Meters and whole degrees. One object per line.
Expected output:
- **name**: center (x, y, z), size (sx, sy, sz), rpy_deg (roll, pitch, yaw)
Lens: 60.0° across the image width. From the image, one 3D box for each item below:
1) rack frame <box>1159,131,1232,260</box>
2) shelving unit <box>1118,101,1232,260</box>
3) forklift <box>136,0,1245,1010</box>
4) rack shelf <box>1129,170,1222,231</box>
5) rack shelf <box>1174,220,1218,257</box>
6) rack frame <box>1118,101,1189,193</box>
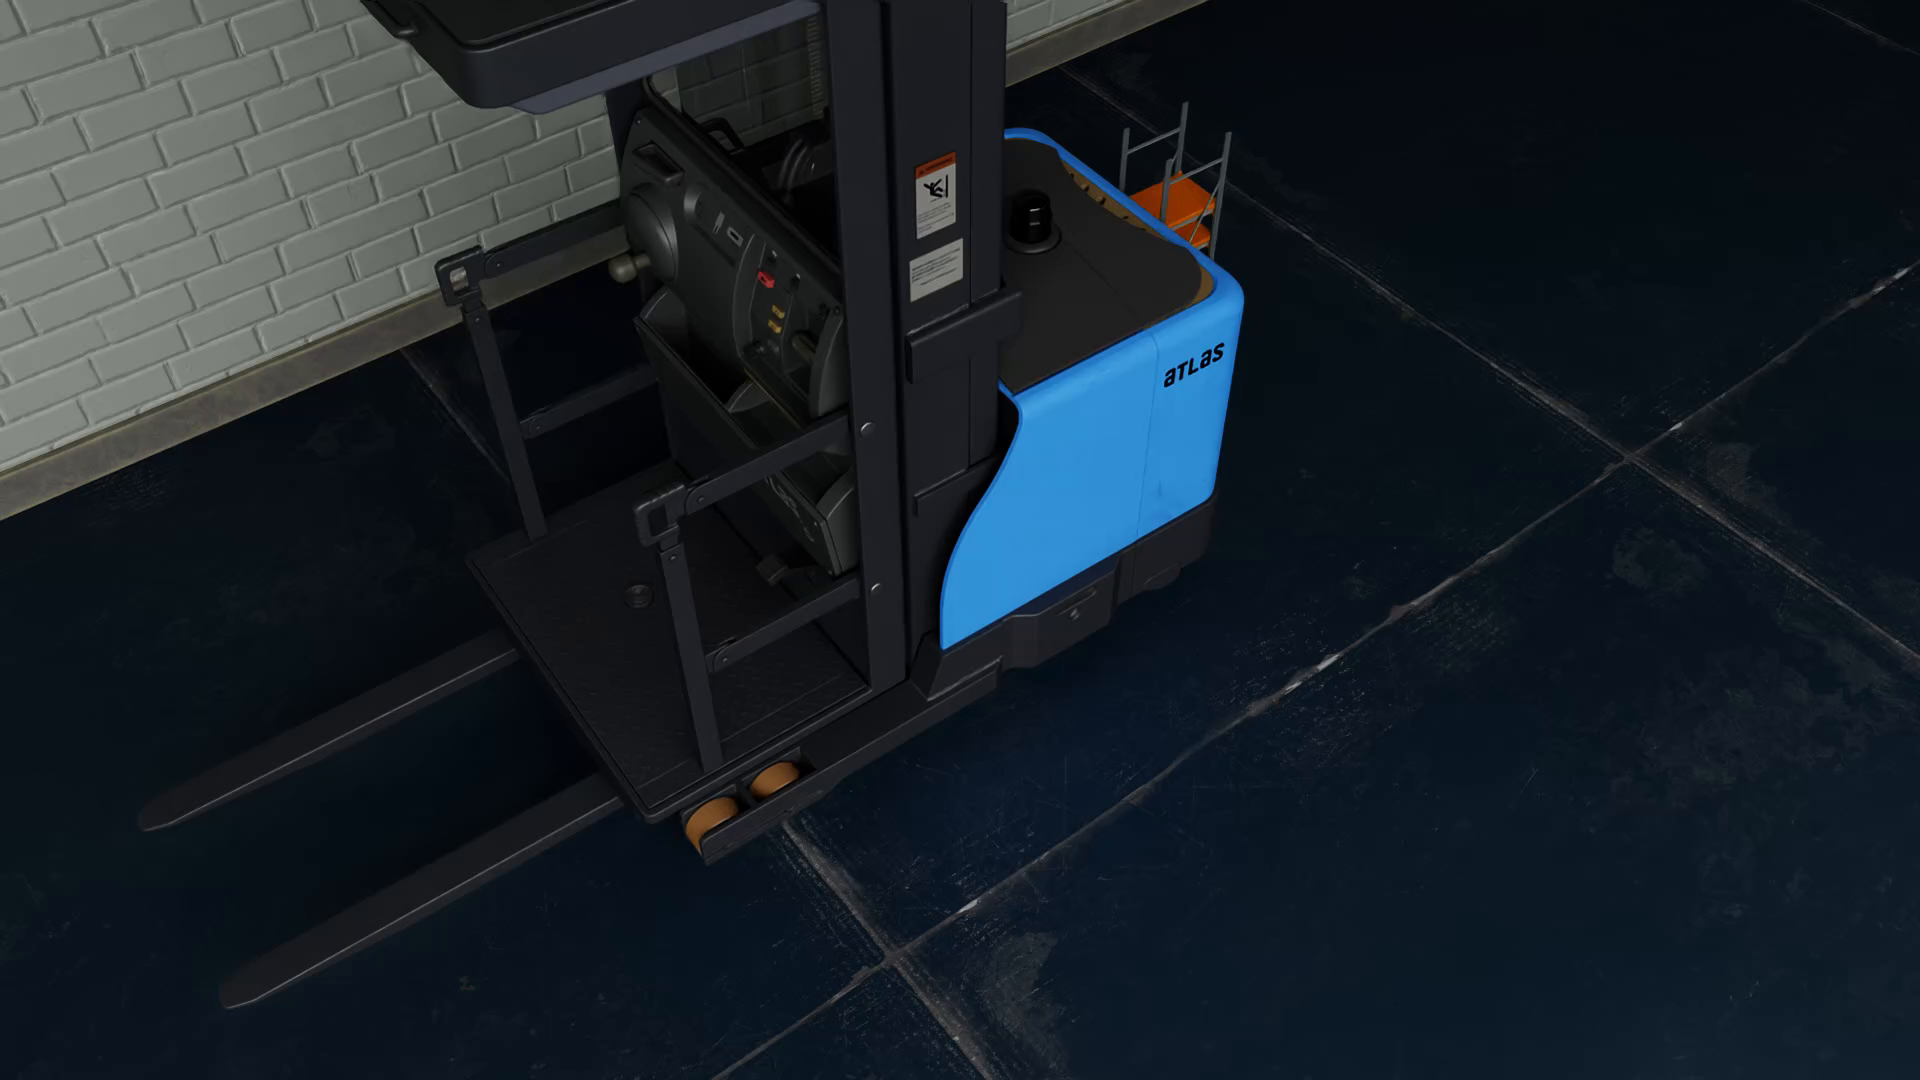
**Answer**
- **rack frame**: center (0.664, -0.692, 5.067), size (0.240, 1.200, 0.006), rpy_deg (-28, 54, -23)
- **shelving unit**: center (0.610, -0.747, 5.117), size (0.258, 1.200, 0.189), rpy_deg (-28, 54, -23)
- **forklift**: center (-0.713, -0.581, 3.799), size (3.031, 2.935, 1.130), rpy_deg (-28, 54, -23)
- **rack shelf**: center (0.611, -0.959, 4.883), size (0.258, 0.103, 0.180), rpy_deg (-28, 54, -23)
- **rack shelf**: center (0.611, -0.878, 4.972), size (0.258, 0.103, 0.180), rpy_deg (-28, 54, -23)
- **rack frame**: center (0.556, -0.802, 5.166), size (0.240, 1.200, 0.006), rpy_deg (-28, 54, -23)
